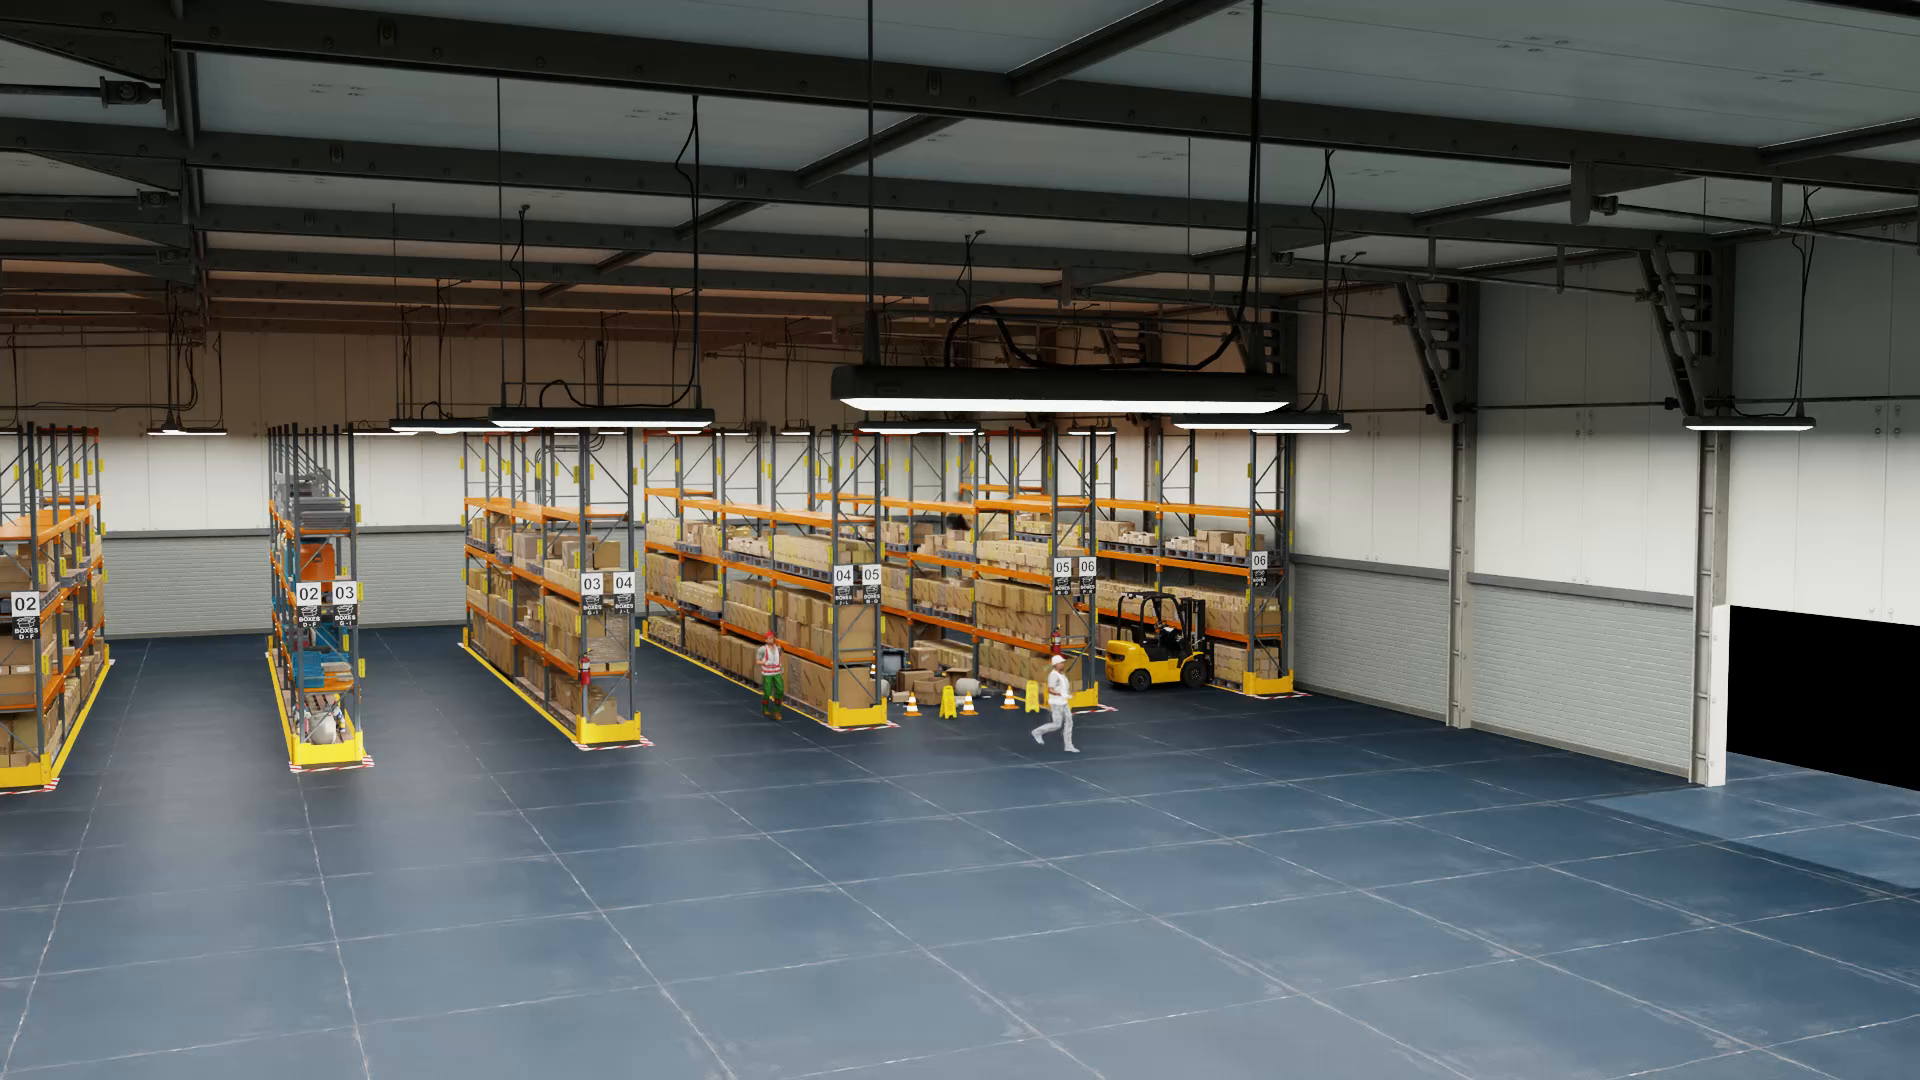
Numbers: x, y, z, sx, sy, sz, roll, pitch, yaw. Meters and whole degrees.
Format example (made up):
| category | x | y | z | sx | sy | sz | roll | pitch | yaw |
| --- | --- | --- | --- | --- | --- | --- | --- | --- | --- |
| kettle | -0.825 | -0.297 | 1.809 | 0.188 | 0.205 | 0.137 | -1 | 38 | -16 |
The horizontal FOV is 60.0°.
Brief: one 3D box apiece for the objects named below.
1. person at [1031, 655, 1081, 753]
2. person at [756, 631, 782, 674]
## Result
| category | x | y | z | sx | sy | sz | roll | pitch | yaw |
| --- | --- | --- | --- | --- | --- | --- | --- | --- | --- |
| person | 1.764 | 2.990 | 30.346 | 0.916 | 1.782 | 0.682 | 1 | 4 | 21 |
| person | -3.850 | 2.282 | 33.815 | 0.630 | 0.863 | 0.494 | -2 | 4 | -26 |
